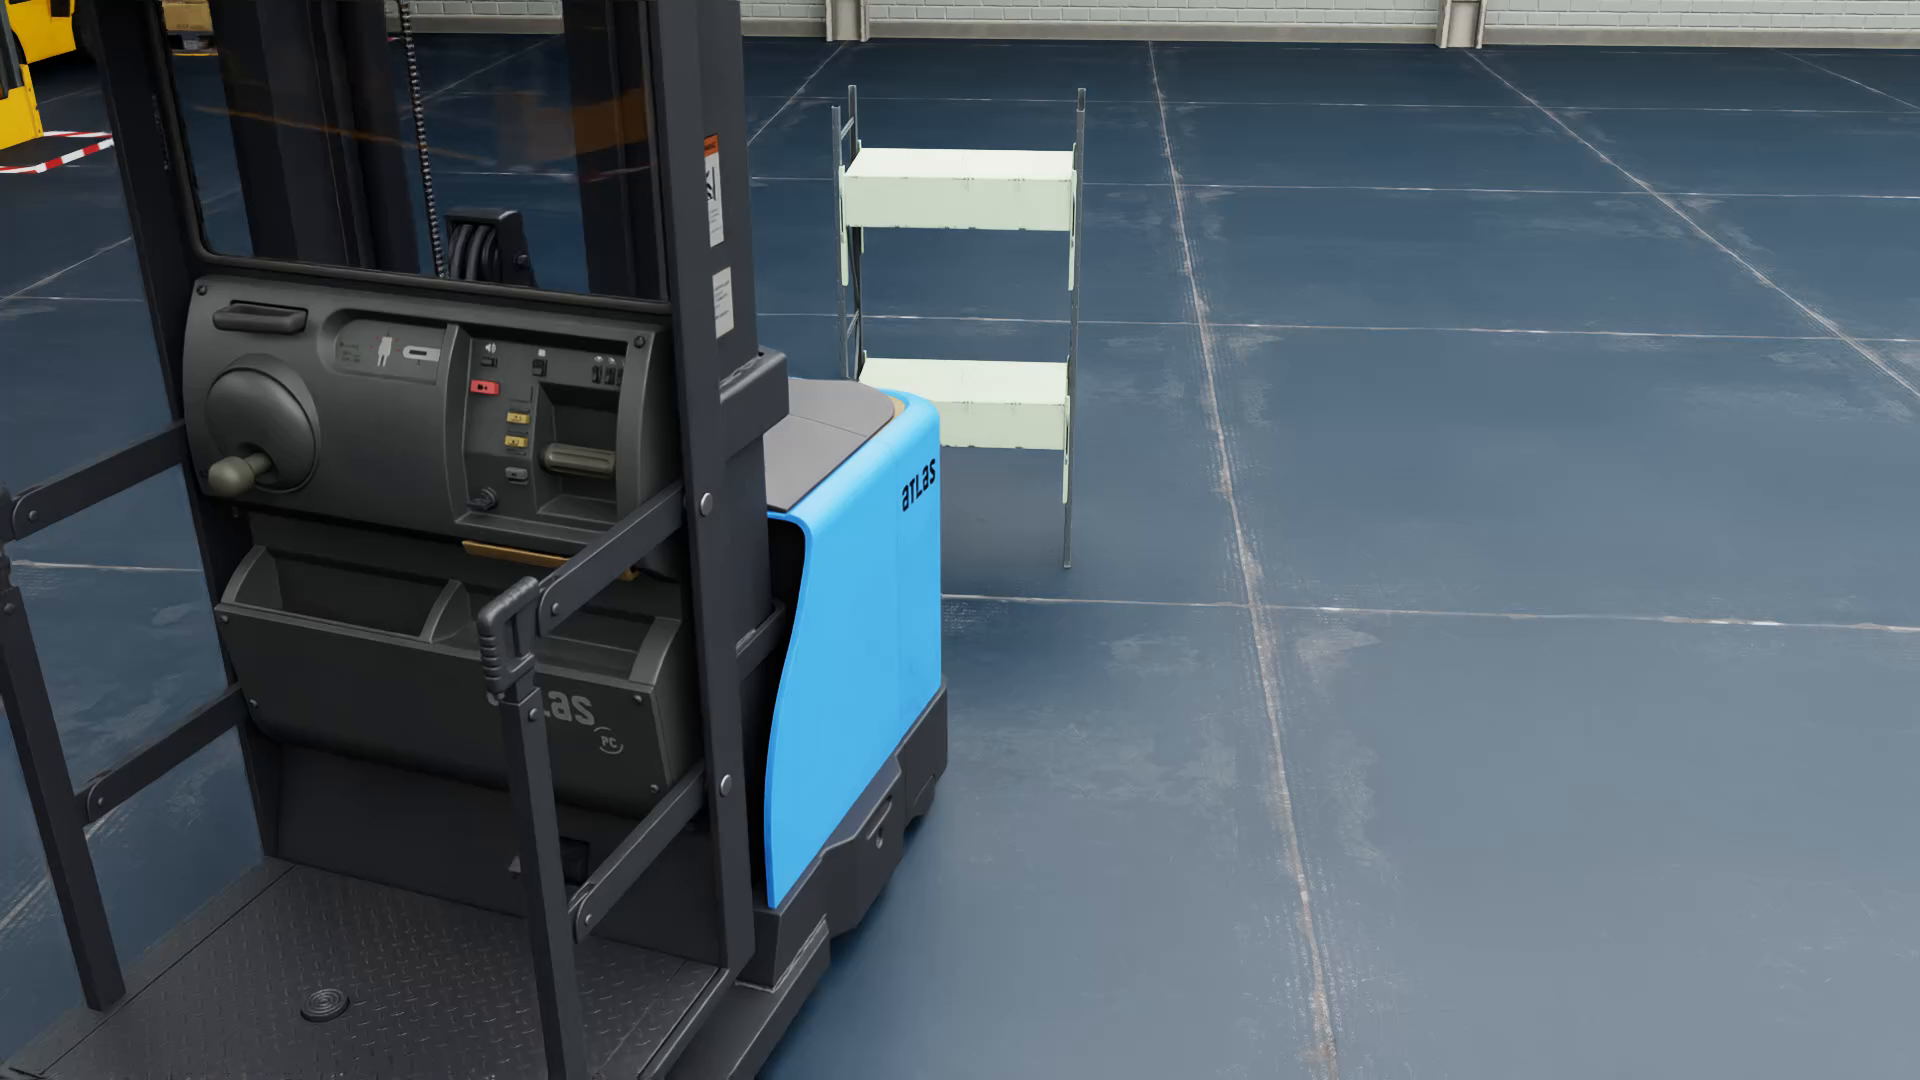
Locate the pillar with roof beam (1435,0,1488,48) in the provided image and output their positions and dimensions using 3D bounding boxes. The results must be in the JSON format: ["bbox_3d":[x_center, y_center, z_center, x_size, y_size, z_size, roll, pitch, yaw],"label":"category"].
[{"bbox_3d":[4.533,-7.120,10.458,0.400,9.000,9.100,2,25,4],"label":"pillar with roof beam"}]

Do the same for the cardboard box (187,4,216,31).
[{"bbox_3d":[-6.969,-5.000,15.815,0.500,0.250,0.500,2,25,4],"label":"cardboard box"}]

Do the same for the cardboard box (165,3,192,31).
[{"bbox_3d":[-7.464,-5.020,15.858,0.500,0.250,0.500,2,25,4],"label":"cardboard box"}]

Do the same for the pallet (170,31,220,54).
[{"bbox_3d":[-7.242,-4.915,16.179,1.213,0.211,1.003,2,25,4],"label":"pallet"}]

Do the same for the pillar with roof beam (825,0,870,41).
[{"bbox_3d":[-1.449,-7.312,10.875,0.400,9.000,9.100,2,25,4],"label":"pillar with roof beam"}]

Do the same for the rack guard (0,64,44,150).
[{"bbox_3d":[-6.929,-2.973,11.613,0.348,0.500,1.175,2,25,4],"label":"rack guard"}]

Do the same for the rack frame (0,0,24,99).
[{"bbox_3d":[-6.853,-4.106,11.085,0.127,3.000,1.000,2,25,4],"label":"rack frame"}]

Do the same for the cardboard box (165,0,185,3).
[{"bbox_3d":[-7.485,-5.249,15.759,0.500,0.250,0.500,2,25,3],"label":"cardboard box"}]

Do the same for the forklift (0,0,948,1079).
[{"bbox_3d":[-1.010,-0.193,2.663,1.130,2.935,3.031,9,26,18],"label":"forklift"}]

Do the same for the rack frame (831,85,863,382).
[{"bbox_3d":[-0.358,-0.693,5.461,0.023,1.500,0.400,2,25,4],"label":"rack frame"}]

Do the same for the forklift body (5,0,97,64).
[{"bbox_3d":[-8.507,-5.090,14.238,1.214,2.155,2.313,2,25,4],"label":"forklift body"}]

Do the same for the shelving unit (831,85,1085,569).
[{"bbox_3d":[0.007,-0.681,5.436,0.755,1.500,0.431,2,25,4],"label":"shelving unit"}]

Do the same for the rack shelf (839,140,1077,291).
[{"bbox_3d":[0.007,-1.036,5.273,0.720,0.370,0.431,2,25,4],"label":"rack shelf"}]

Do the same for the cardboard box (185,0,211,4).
[{"bbox_3d":[-6.986,-5.229,15.714,0.500,0.250,0.500,2,25,3],"label":"cardboard box"}]

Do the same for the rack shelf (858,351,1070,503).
[{"bbox_3d":[0.007,-0.385,5.572,0.720,0.370,0.431,2,25,4],"label":"rack shelf"}]

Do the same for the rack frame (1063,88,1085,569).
[{"bbox_3d":[0.372,-0.669,5.411,0.023,1.500,0.400,2,25,4],"label":"rack frame"}]
